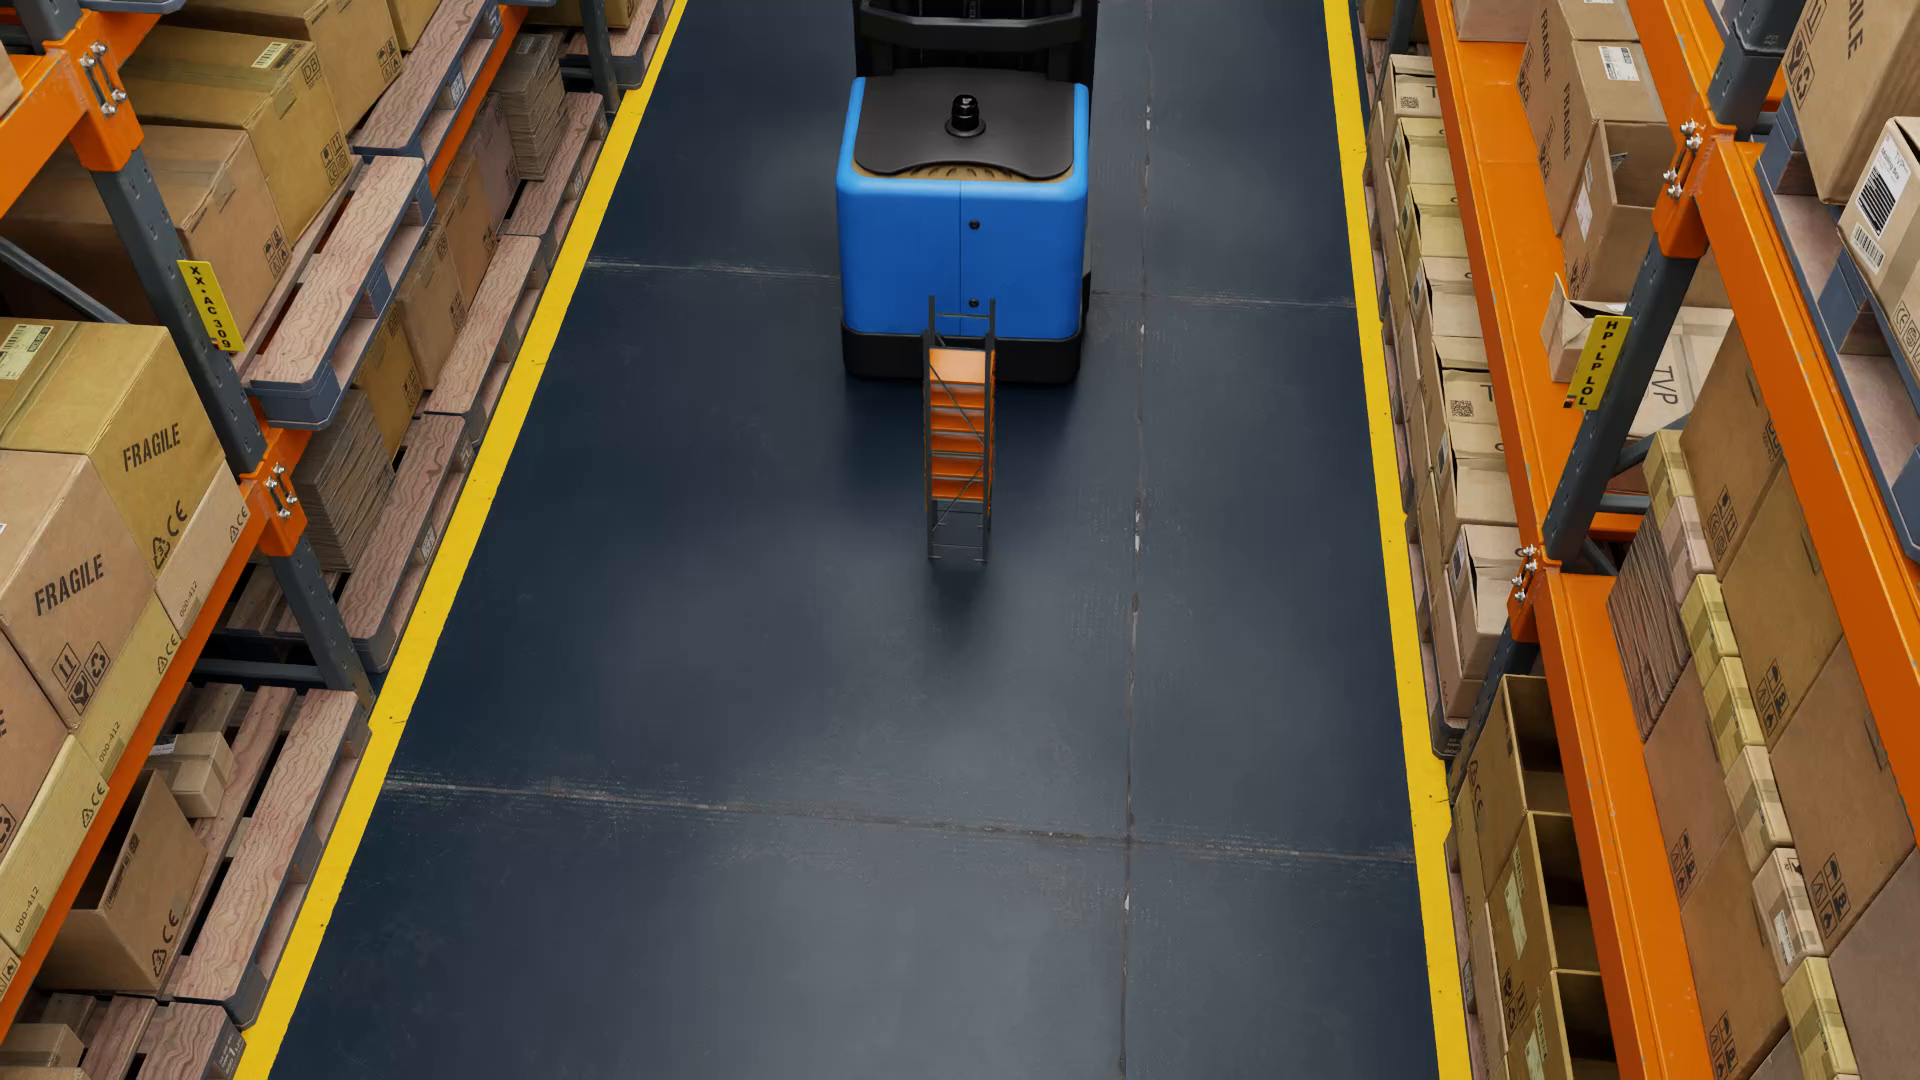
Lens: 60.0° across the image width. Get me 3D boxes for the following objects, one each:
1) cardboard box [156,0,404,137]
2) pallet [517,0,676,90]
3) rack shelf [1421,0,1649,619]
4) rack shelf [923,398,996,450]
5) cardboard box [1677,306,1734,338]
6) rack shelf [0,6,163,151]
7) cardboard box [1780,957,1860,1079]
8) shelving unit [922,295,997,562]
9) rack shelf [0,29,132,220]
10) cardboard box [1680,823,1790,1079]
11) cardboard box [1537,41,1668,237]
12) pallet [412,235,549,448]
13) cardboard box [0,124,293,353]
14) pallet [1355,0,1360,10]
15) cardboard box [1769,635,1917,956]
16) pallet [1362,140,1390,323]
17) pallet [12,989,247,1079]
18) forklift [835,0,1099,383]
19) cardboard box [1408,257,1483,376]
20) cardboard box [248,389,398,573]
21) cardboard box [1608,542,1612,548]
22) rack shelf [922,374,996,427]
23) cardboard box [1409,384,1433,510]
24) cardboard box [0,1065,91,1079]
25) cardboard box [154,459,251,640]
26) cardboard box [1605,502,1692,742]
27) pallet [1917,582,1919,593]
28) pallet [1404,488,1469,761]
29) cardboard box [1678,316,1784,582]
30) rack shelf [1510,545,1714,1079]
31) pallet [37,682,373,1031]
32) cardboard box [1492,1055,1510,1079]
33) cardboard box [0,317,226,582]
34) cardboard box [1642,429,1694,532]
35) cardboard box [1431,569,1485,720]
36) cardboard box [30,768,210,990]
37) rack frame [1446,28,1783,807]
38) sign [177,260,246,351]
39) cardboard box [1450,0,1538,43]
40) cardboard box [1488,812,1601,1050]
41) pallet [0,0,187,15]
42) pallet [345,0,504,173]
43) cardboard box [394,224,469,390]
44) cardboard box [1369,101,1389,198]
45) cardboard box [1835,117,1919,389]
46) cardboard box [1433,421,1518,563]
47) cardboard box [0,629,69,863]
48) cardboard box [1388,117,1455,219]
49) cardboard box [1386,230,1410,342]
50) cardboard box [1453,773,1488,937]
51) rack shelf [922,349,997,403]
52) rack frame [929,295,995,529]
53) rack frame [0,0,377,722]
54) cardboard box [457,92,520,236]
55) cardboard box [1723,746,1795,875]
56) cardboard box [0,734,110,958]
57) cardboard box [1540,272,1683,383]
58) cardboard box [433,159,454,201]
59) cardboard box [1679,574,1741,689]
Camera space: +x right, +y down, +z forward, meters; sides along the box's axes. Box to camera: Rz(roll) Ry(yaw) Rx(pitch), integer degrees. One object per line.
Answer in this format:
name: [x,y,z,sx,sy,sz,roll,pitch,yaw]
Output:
cardboard box: [-2.521,-1.857,6.076,0.700,0.500,0.500,10,48,9]
pallet: [-2.177,-2.980,9.358,1.003,0.211,1.213,4,48,4]
rack shelf: [2.427,-1.304,6.423,1.077,0.370,4.000,4,48,4]
rack shelf: [-0.001,-0.445,6.268,0.258,0.103,0.180,4,48,4]
cardboard box: [2.529,-0.630,5.489,0.380,0.149,0.250,4,48,4]
rack shelf: [-2.506,-2.647,5.619,1.077,0.370,4.000,4,48,4]
cardboard box: [1.890,0.993,3.327,0.380,0.149,0.250,4,48,3]
shelving unit: [-0.001,-0.394,6.323,0.258,1.200,0.189,4,48,4]
rack shelf: [-2.871,0.293,2.930,1.077,0.370,4.000,4,48,4]
cardboard box: [2.120,0.972,3.786,0.700,0.500,0.500,5,48,4]
cardboard box: [2.425,-1.429,5.983,0.500,0.500,0.500,4,48,4]
pallet: [-2.510,-0.937,7.490,1.003,0.211,1.213,4,48,4]
cardboard box: [-2.608,-0.961,5.256,0.700,0.500,0.500,4,48,4]
pallet: [2.829,-3.515,9.848,1.003,0.211,1.213,4,48,4]
cardboard box: [2.120,0.517,3.323,0.700,0.500,0.500,4,48,4]
pallet: [2.496,-1.473,7.980,1.003,0.211,1.213,4,48,4]
pallet: [-2.823,1.929,4.869,1.003,0.211,1.213,4,48,4]
forklift: [0.082,-2.763,7.317,1.130,2.935,3.031,2,48,2]
cardboard box: [2.135,-0.915,6.779,0.500,0.311,0.500,3,48,3]
cardboard box: [-2.638,-0.254,6.372,0.700,0.500,0.500,5,48,5]
cardboard box: [2.582,-0.134,6.065,0.500,0.311,0.500,3,48,3]
rack shelf: [-0.001,-0.526,6.179,0.258,0.103,0.180,4,48,4]
cardboard box: [2.088,-0.362,6.653,0.500,0.250,0.500,5,48,4]
cardboard box: [-2.732,1.770,4.520,0.700,0.500,0.500,1,48,1]
cardboard box: [-2.430,0.005,4.827,0.500,0.250,0.500,4,48,4]
cardboard box: [2.211,0.216,4.478,0.700,0.500,0.500,3,48,3]
pallet: [2.079,0.463,2.347,1.003,0.211,1.213,4,48,4]
pallet: [2.273,0.320,6.340,1.003,0.211,1.213,4,48,4]
cardboard box: [2.211,-0.222,3.999,0.700,0.500,0.500,4,48,4]
rack shelf: [2.063,1.635,3.735,1.077,0.370,4.000,4,48,4]
pallet: [-2.714,1.030,5.691,1.003,0.211,1.213,4,48,4]
cardboard box: [1.799,1.764,4.709,0.500,0.250,0.500,4,48,4]
cardboard box: [-2.424,-0.248,4.550,0.500,0.500,0.500,4,48,3]
cardboard box: [2.028,-0.145,4.369,0.380,0.149,0.250,4,48,3]
cardboard box: [1.994,0.385,5.970,0.500,0.250,0.500,3,48,3]
cardboard box: [-2.743,1.053,5.176,0.500,0.500,0.500,1,48,1]
rack frame: [2.245,-0.077,4.814,1.000,3.000,0.127,4,48,4]
sign: [-2.147,-0.669,4.768,0.100,0.325,0.005,4,48,4]
cardboard box: [2.335,-2.342,6.946,0.500,0.311,0.500,3,48,3]
cardboard box: [1.853,1.144,4.768,0.500,0.500,0.500,4,48,4]
pallet: [-2.526,-1.803,4.487,1.213,0.211,1.003,4,48,4]
pallet: [-2.463,-1.825,6.542,1.003,0.211,1.213,4,48,4]
cardboard box: [-2.554,-1.010,7.062,0.700,0.500,0.500,4,48,4]
cardboard box: [2.269,-1.865,8.028,0.500,0.250,0.500,4,48,3]
cardboard box: [1.887,-0.499,2.848,0.500,0.311,0.500,2,48,1]
cardboard box: [2.038,-0.180,6.106,0.500,0.311,0.500,5,48,5]
cardboard box: [-2.520,0.488,3.877,0.500,0.500,0.500,3,48,2]
cardboard box: [2.230,-1.668,7.467,0.500,0.311,0.500,3,48,3]
cardboard box: [2.183,-1.113,7.340,0.500,0.250,0.500,3,48,2]
cardboard box: [1.901,1.030,5.380,0.500,0.250,0.500,4,48,4]
rack shelf: [-0.001,-0.607,6.091,0.258,0.103,0.180,4,48,4]
rack frame: [0.007,-0.462,6.385,0.240,1.200,0.006,4,48,4]
rack frame: [-2.688,-0.407,5.116,1.000,3.000,0.127,4,48,4]
cardboard box: [-2.500,-1.748,7.738,0.700,0.500,0.500,4,48,3]
cardboard box: [1.936,0.606,3.682,0.380,0.149,0.250,2,48,2]
cardboard box: [-2.514,0.741,4.153,0.500,0.250,0.500,4,48,3]
cardboard box: [2.142,-0.690,5.465,0.396,0.266,0.258,3,48,3]
cardboard box: [-2.494,-1.579,7.075,0.500,0.250,0.500,4,48,3]
cardboard box: [1.983,0.229,4.026,0.380,0.149,0.250,3,48,3]
